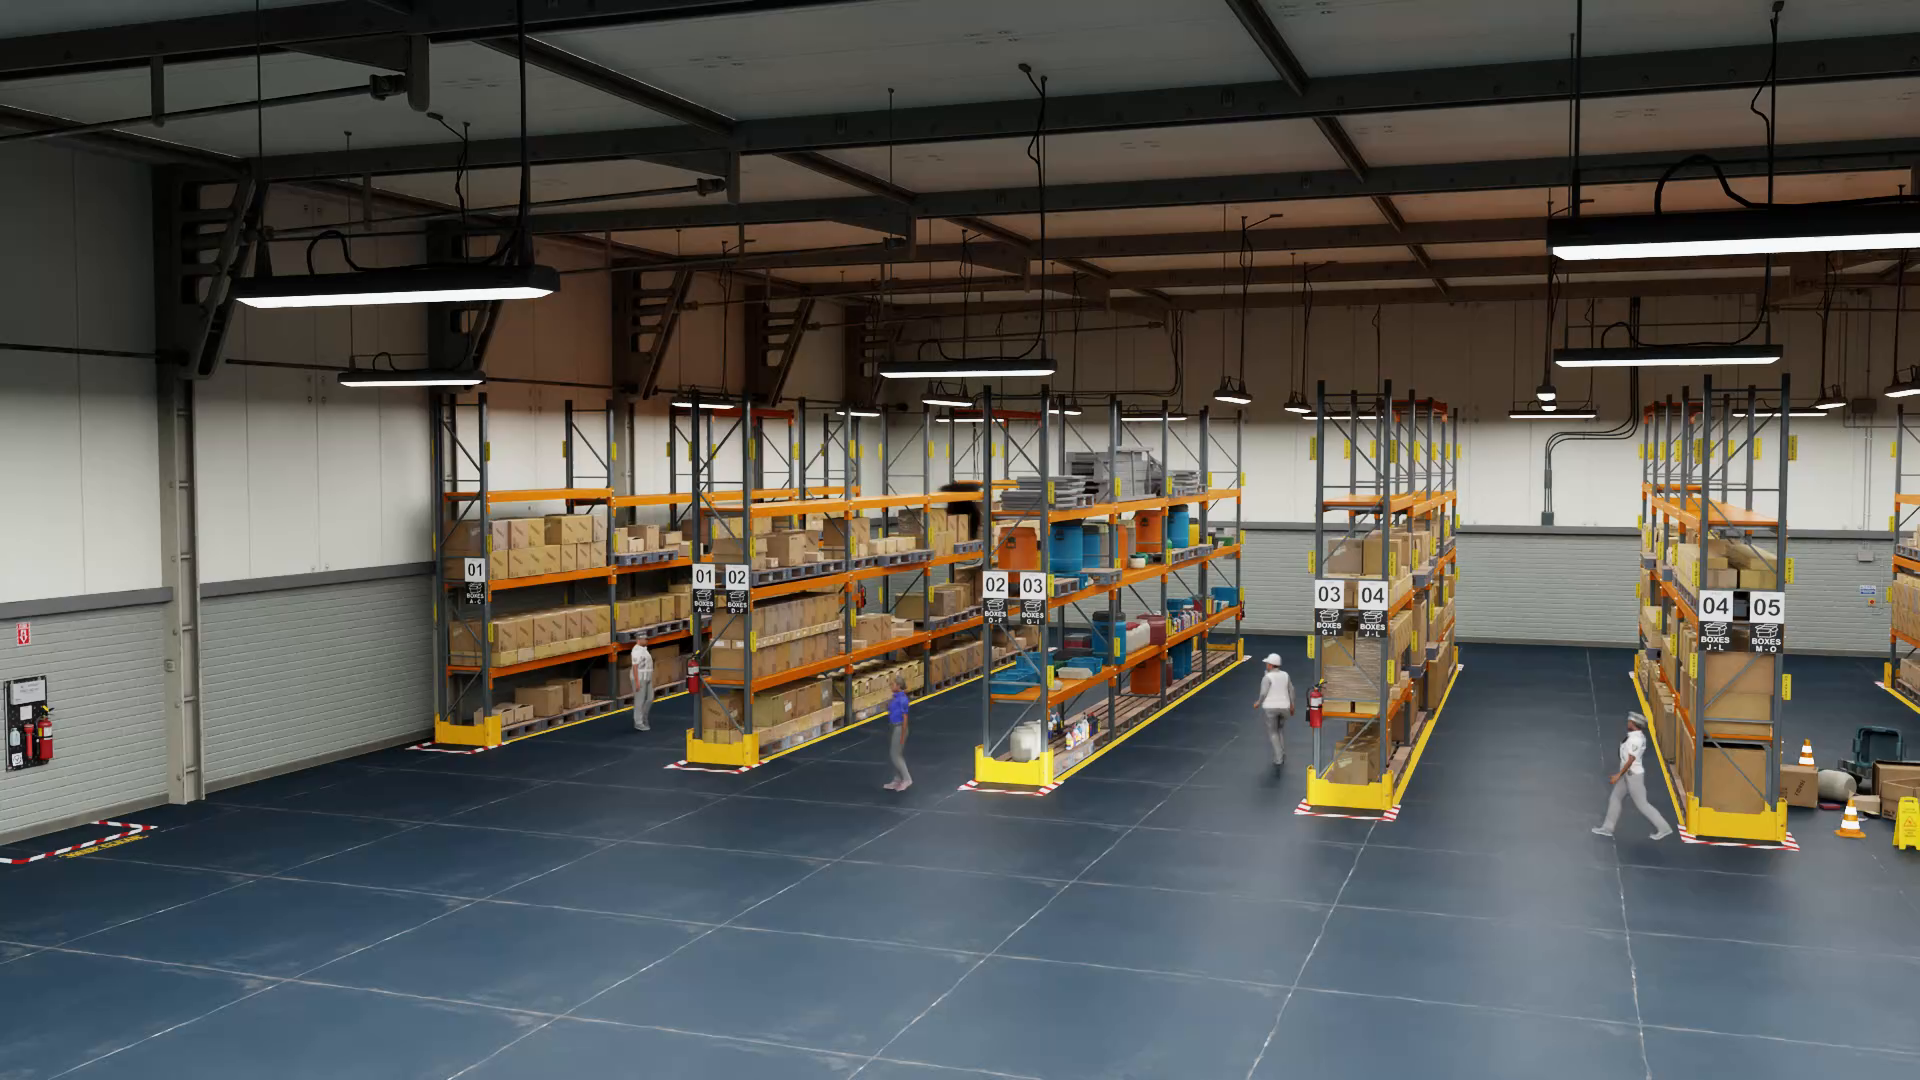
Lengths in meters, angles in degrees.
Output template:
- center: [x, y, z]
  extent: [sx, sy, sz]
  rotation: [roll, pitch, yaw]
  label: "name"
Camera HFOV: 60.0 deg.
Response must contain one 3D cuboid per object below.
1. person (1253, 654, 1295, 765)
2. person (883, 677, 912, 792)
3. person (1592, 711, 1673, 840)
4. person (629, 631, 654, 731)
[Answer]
- center: [5.093, 2.736, 26.741]
  extent: [0.632, 1.815, 0.569]
  rotation: [-1, 3, -16]
  label: "person"
- center: [-0.932, 2.861, 24.585]
  extent: [0.370, 1.668, 0.486]
  rotation: [-1, 3, -18]
  label: "person"
- center: [8.684, 3.037, 21.457]
  extent: [0.977, 1.625, 0.553]
  rotation: [1, 3, 23]
  label: "person"
- center: [-5.745, 2.569, 30.024]
  extent: [0.416, 1.859, 0.598]
  rotation: [1, 3, 11]
  label: "person"
